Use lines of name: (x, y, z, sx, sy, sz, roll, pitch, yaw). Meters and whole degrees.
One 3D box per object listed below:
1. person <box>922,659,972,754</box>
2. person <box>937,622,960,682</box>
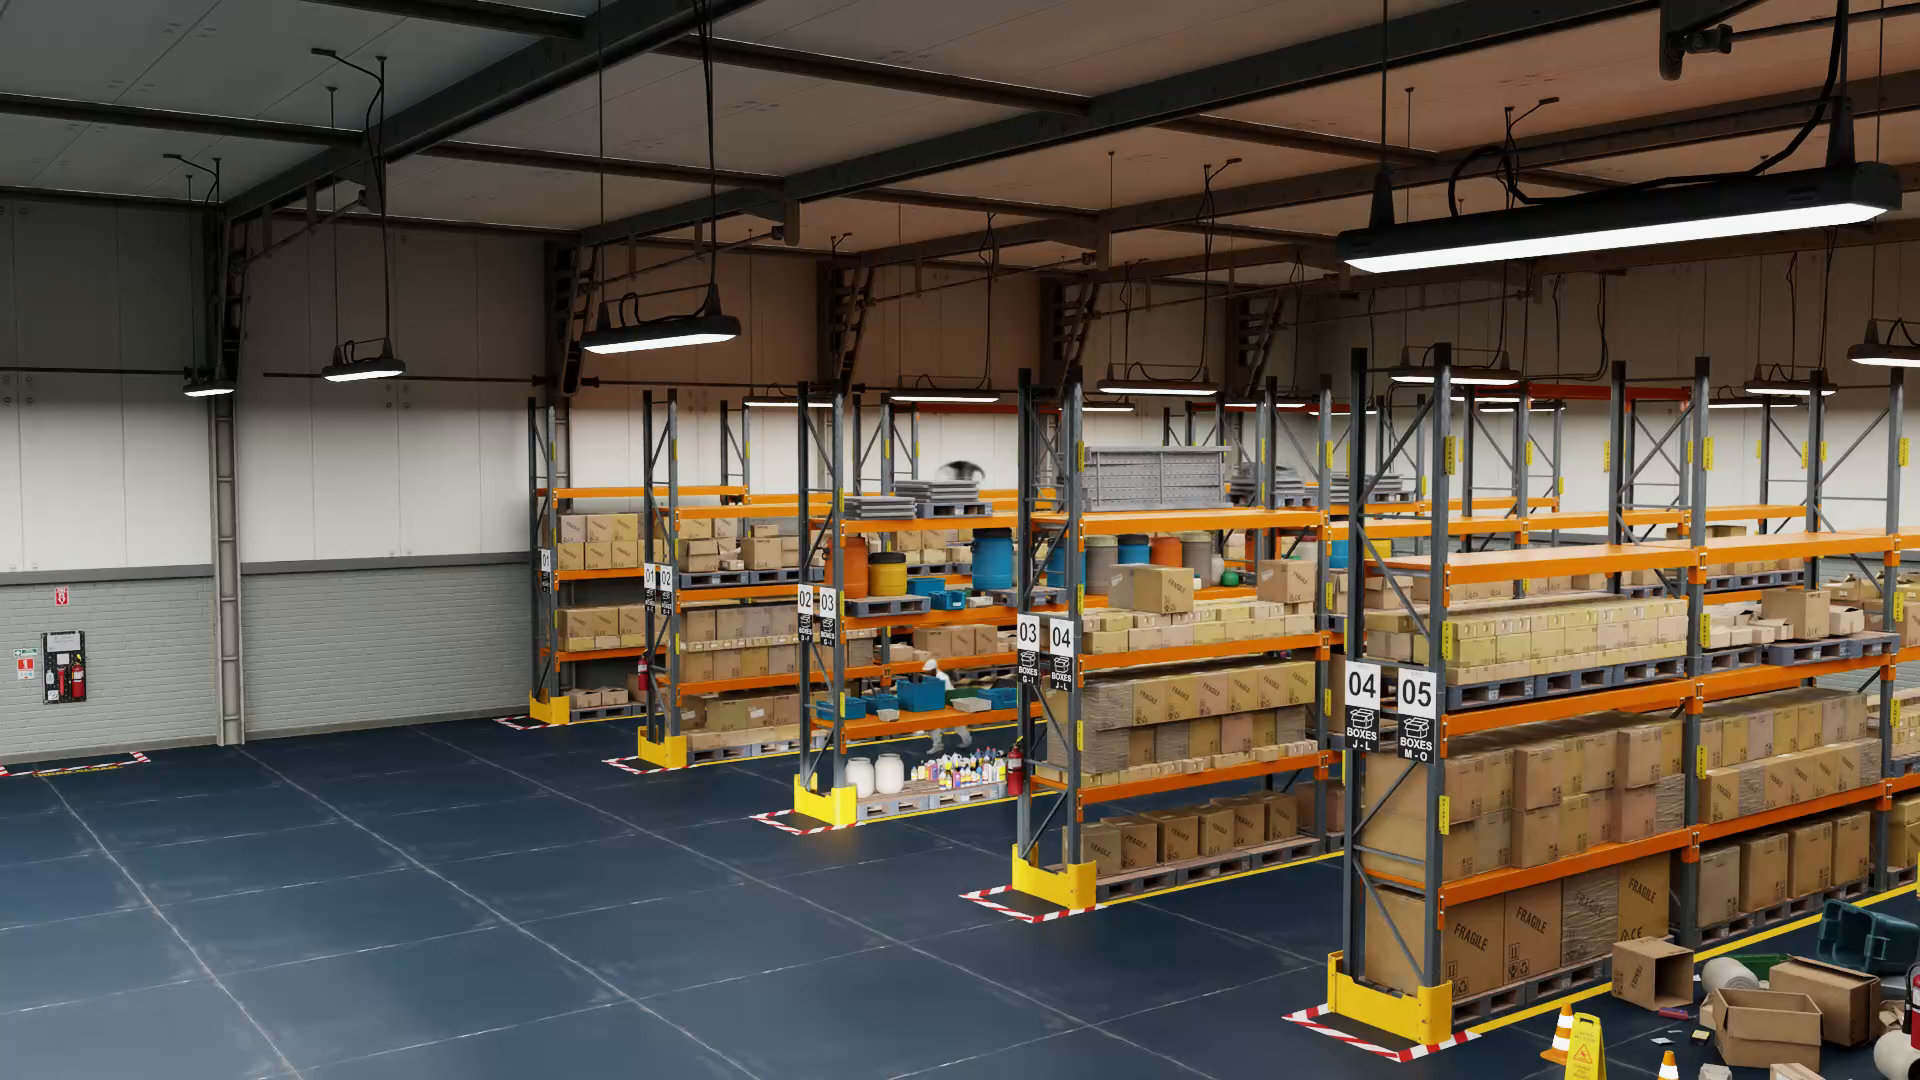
person: (-0.194, 2.722, 27.494, 1.081, 1.591, 0.723, -3, 4, -37)
person: (-0.249, 2.351, 33.890, 0.774, 1.687, 0.745, -1, 4, -20)
